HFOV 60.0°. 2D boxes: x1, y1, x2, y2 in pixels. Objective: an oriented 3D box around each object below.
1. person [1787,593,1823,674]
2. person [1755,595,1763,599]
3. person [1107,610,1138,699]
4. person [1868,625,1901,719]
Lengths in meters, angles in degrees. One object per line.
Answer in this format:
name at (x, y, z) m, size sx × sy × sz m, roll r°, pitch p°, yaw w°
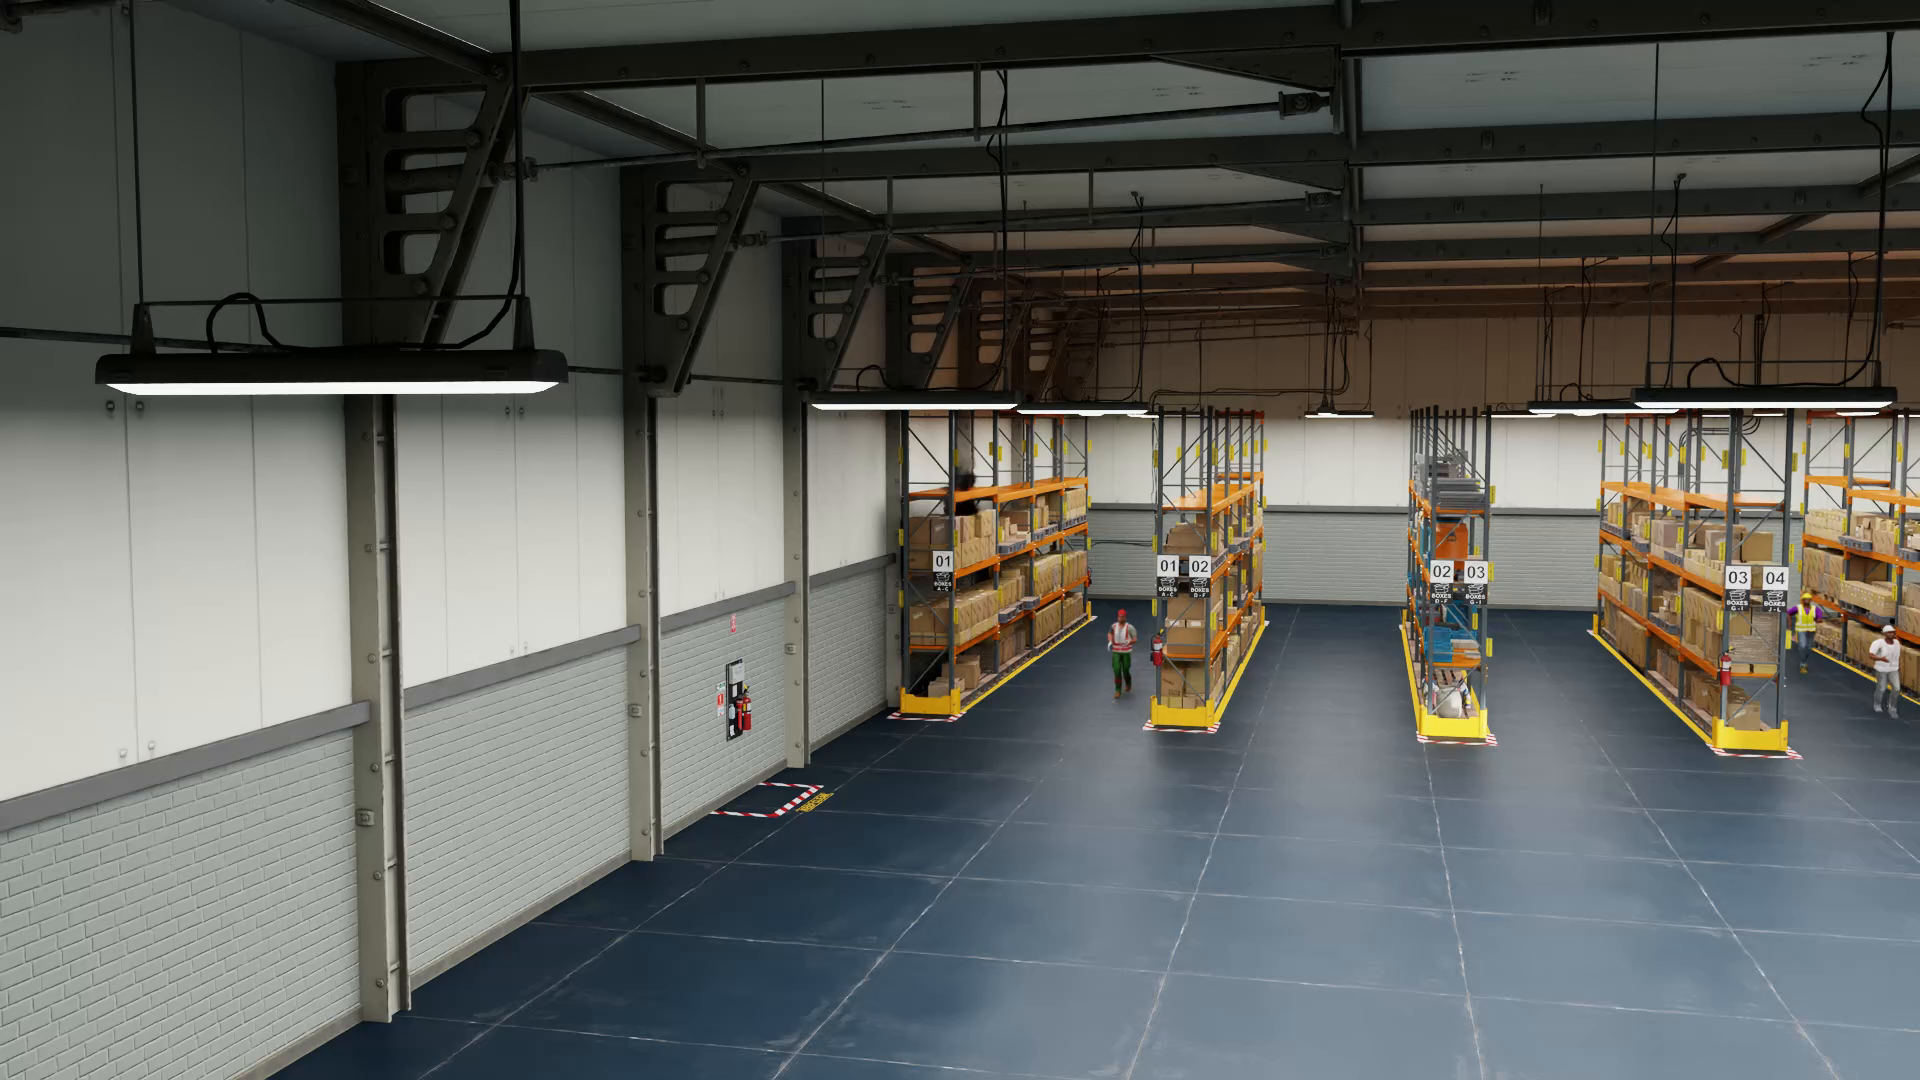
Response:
person at (19.261, 2.106, 37.877) m, size 0.682 × 1.803 × 0.879 m, roll 1°, pitch 4°, yaw 11°
person at (21.171, 1.742, 44.372) m, size 0.500 × 1.582 × 0.799 m, roll -3°, pitch 5°, yaw -33°
person at (3.362, 2.343, 34.540) m, size 0.651 × 1.796 × 0.862 m, roll 1°, pitch 4°, yaw 17°
person at (17.891, 2.553, 32.121) m, size 0.680 × 1.824 × 0.759 m, roll 1°, pitch 4°, yaw 7°
